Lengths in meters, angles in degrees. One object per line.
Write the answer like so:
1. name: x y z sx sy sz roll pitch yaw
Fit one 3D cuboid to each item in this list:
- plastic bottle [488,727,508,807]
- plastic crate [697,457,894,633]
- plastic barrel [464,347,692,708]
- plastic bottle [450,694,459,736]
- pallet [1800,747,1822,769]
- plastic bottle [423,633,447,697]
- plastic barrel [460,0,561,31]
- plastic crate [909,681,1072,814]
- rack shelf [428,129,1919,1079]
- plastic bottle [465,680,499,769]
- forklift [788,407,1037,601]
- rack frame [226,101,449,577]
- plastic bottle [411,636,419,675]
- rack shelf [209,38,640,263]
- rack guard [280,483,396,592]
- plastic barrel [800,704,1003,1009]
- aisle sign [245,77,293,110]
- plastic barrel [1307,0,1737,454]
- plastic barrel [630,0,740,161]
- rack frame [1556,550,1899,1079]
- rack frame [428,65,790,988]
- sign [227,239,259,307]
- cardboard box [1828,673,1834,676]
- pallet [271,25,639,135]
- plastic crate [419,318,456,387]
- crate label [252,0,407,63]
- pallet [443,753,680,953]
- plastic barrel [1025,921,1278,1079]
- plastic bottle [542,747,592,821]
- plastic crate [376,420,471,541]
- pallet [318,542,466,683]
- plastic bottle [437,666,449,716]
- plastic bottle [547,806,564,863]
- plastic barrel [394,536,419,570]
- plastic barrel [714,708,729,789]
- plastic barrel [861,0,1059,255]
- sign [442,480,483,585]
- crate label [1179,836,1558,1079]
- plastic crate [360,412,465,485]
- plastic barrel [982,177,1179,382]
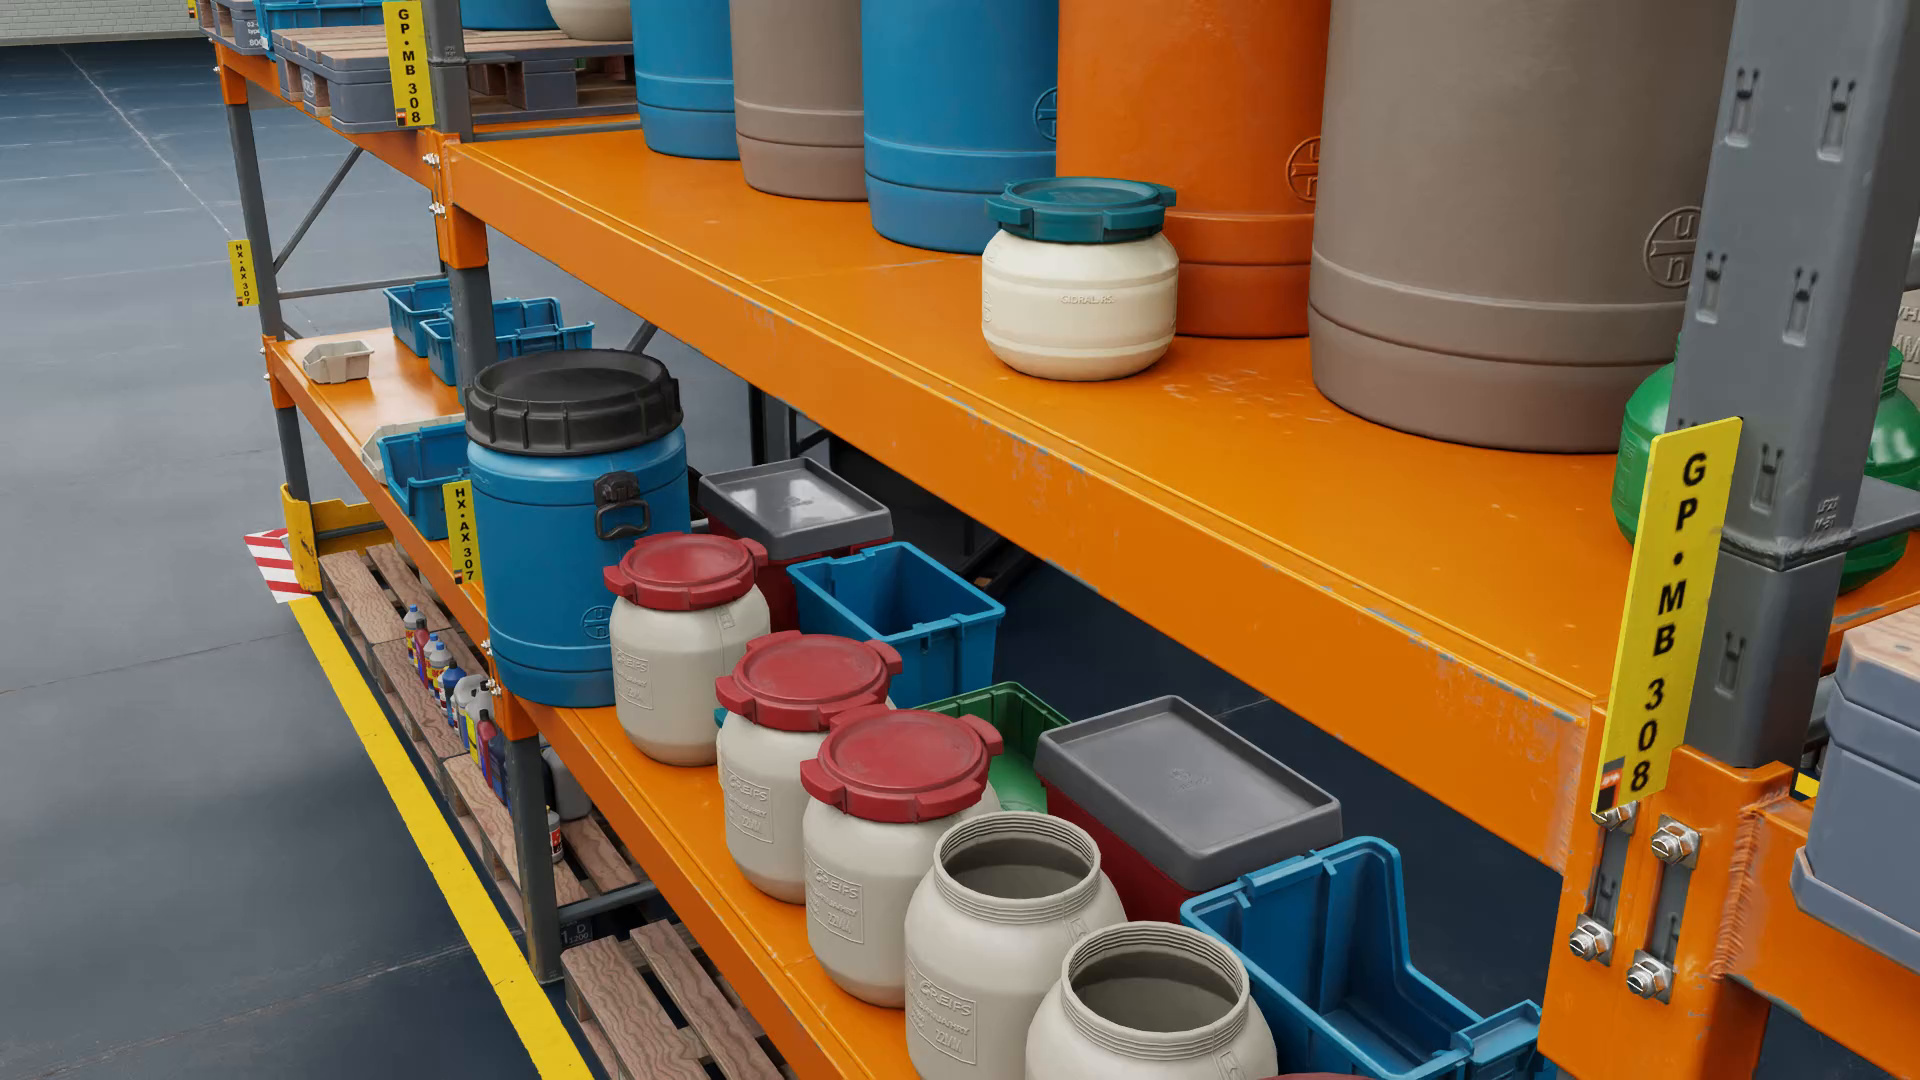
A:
1. plastic bottle: -1.688 0.811 6.265 0.144 0.351 0.185 -14 26 -31
2. plastic crate: -0.503 0.071 5.067 0.402 0.464 0.583 -13 25 -28
3. plastic barrel: -1.076 -0.046 4.775 0.600 0.901 0.708 -13 25 -28
4. plastic bottle: -2.017 0.690 6.763 0.097 0.201 0.097 0 22 0
5. pallet: 3.657 0.574 7.618 1.003 0.211 1.213 -13 25 -28
6. plastic bottle: -2.223 0.526 7.072 0.097 0.271 0.097 0 22 0
7. plastic barrel: -1.430 -2.156 5.425 0.600 0.901 0.708 -13 25 -28
8. plastic crate: 0.119 0.611 4.107 0.450 0.188 0.662 -13 25 -28
9. rack shelf: 0.008 -0.406 3.298 1.077 0.370 4.000 -13 25 -28
10. plastic bottle: -1.853 0.707 6.523 0.144 0.351 0.185 -13 25 -29
11. forklift: -0.293 -1.123 8.181 1.130 2.935 3.031 10 24 23
12. rack frame: -3.057 -1.292 8.506 1.000 3.000 0.127 -13 25 -28
13. plastic bottle: -2.345 0.481 7.276 0.097 0.201 0.097 0 22 0
14. rack shelf: -2.035 -1.701 6.484 1.077 0.370 4.000 -13 25 -28
15. rack guard: -2.977 -0.118 8.938 1.175 0.500 0.348 -13 25 -28
16. plastic barrel: -0.117 0.670 3.500 0.433 0.535 0.433 0 22 0
17. aisle sign: -3.345 -2.463 7.935 0.394 0.787 0.004 -13 25 -28
18. plastic barrel: 0.797 -0.631 2.232 0.600 0.901 0.600 0 22 0
19. plastic barrel: -0.567 -1.496 4.359 0.600 0.901 0.708 -13 25 -28
20. rack frame: 1.030 1.298 2.134 1.000 3.000 0.127 -13 25 -28
21. rack frame: -1.013 0.003 5.320 1.000 3.000 0.127 -13 25 -28
22. sign: -3.532 -1.315 8.197 0.100 0.325 0.005 -13 25 -28
23. cardboard box: 3.761 0.383 6.734 0.500 0.311 0.500 -14 26 -30
24. pallet: -1.466 -1.514 5.319 1.213 0.211 1.003 -13 25 -28
25. plastic crate: -2.217 -0.907 7.757 0.499 0.251 0.408 -13 25 -28
26. crate label: -2.384 -1.943 6.322 0.502 0.251 0.408 -13 25 -28
27. pallet: -1.321 1.070 6.400 1.003 0.211 1.213 -13 25 -28
28. plastic barrel: 0.321 0.954 2.832 0.421 0.512 0.421 0 22 0
29. plastic bottle: -1.466 0.846 6.181 0.144 0.351 0.185 -13 25 -28
30. plastic crate: -1.812 -0.234 6.101 0.499 0.251 0.616 -13 25 -28
31. pallet: -2.567 0.280 8.343 1.003 0.211 1.213 -13 25 -28
32. plastic bottle: -2.122 0.623 6.927 0.097 0.201 0.097 0 22 0
33. plastic bottle: -1.467 1.038 5.906 0.097 0.201 0.097 0 22 0
34. plastic barrel: -2.655 -0.135 8.407 0.421 0.512 0.421 0 22 0
35. plastic barrel: -0.469 0.525 4.219 0.301 0.262 0.301 0 22 0
36. plastic barrel: 0.101 -1.072 3.317 0.600 0.901 0.708 -13 25 -28
37. sign: -1.492 -0.023 5.016 0.100 0.325 0.005 -13 25 -28
38. crate label: 0.755 0.908 3.047 0.502 0.435 0.616 -13 25 -28
39. plastic crate: -2.060 -0.352 6.543 0.530 0.136 0.437 -13 25 -28
40. plastic barrel: 0.180 -0.394 2.498 0.301 0.262 0.301 0 22 0
